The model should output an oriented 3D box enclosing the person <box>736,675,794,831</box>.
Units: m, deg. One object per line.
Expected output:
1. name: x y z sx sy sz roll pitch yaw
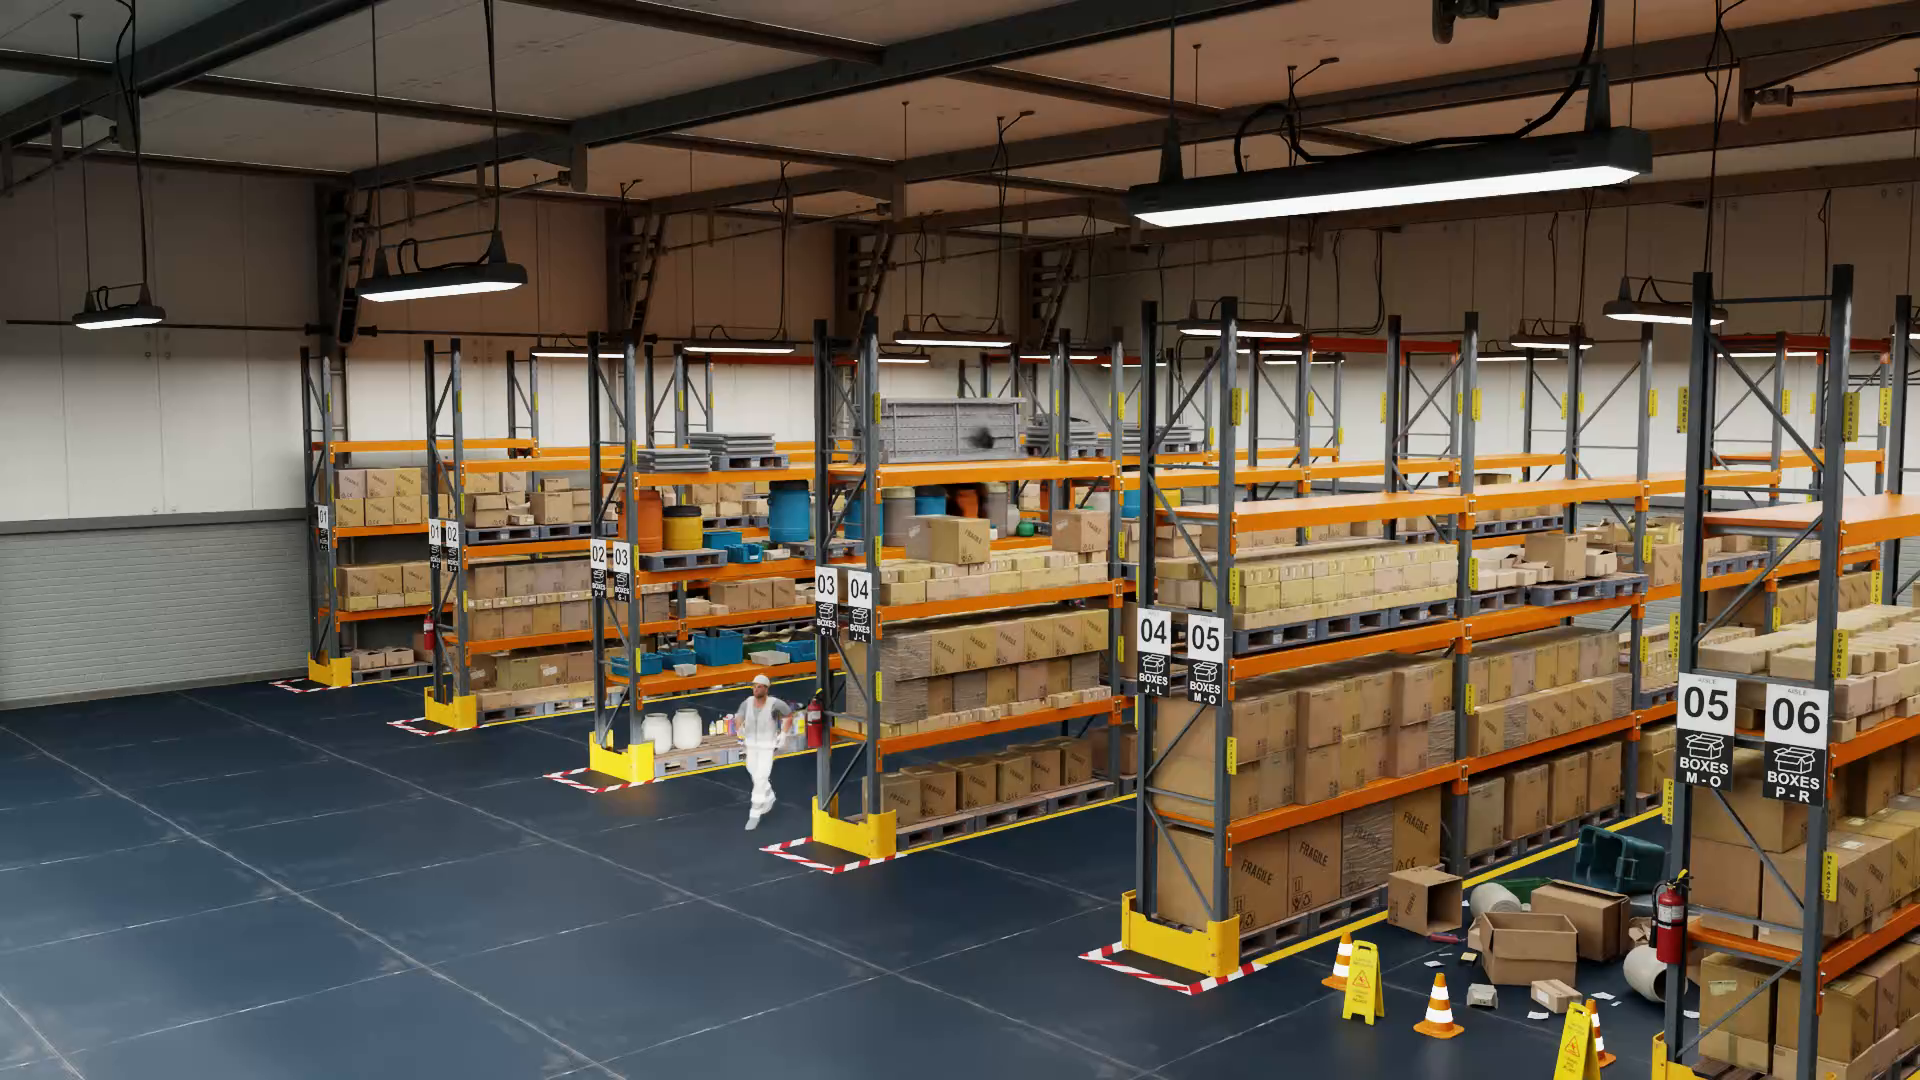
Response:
1. person: -2.369 2.523 20.011 0.660 1.842 0.850 2 5 22
